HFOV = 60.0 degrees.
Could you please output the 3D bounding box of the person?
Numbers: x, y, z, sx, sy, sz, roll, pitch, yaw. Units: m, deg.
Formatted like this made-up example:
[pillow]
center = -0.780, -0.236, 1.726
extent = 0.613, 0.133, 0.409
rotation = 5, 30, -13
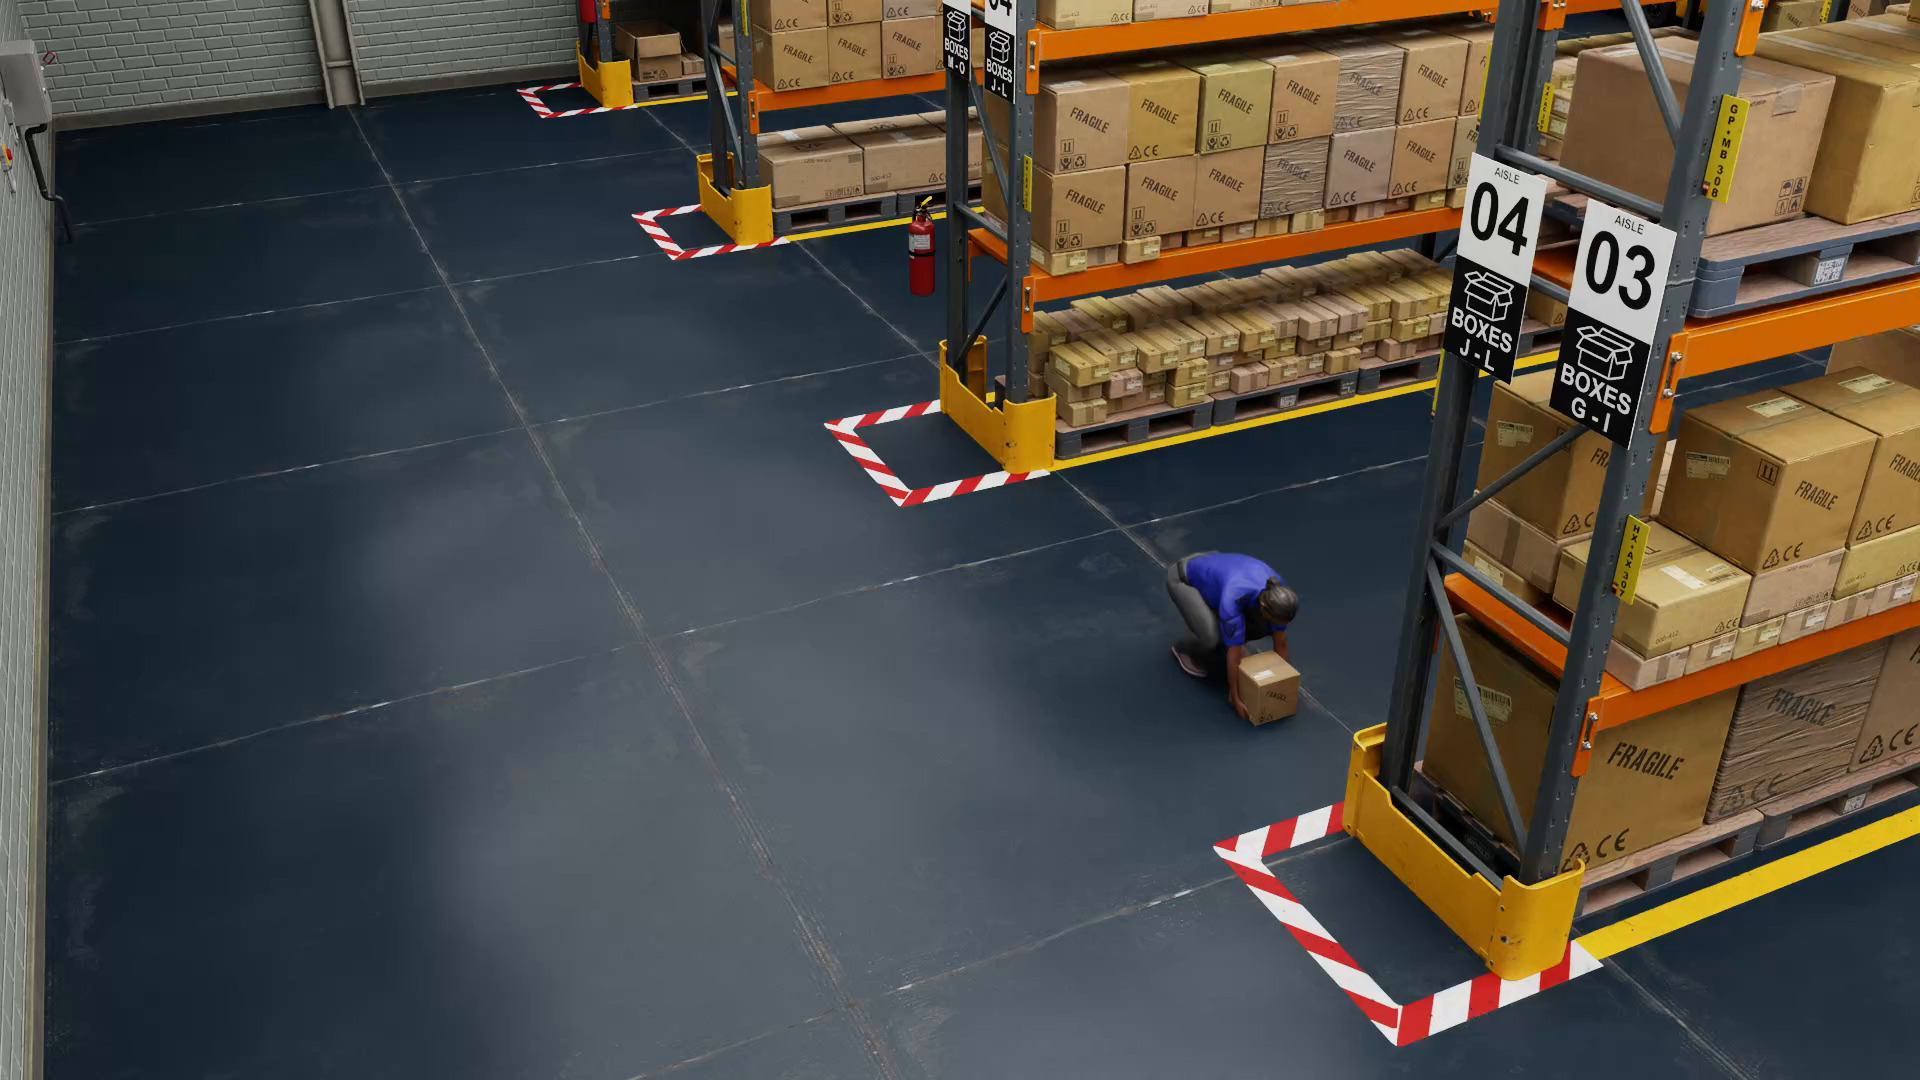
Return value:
[person]
center = 1.426, 0.408, 8.689
extent = 0.459, 0.745, 0.858
rotation = -14, 32, -23
